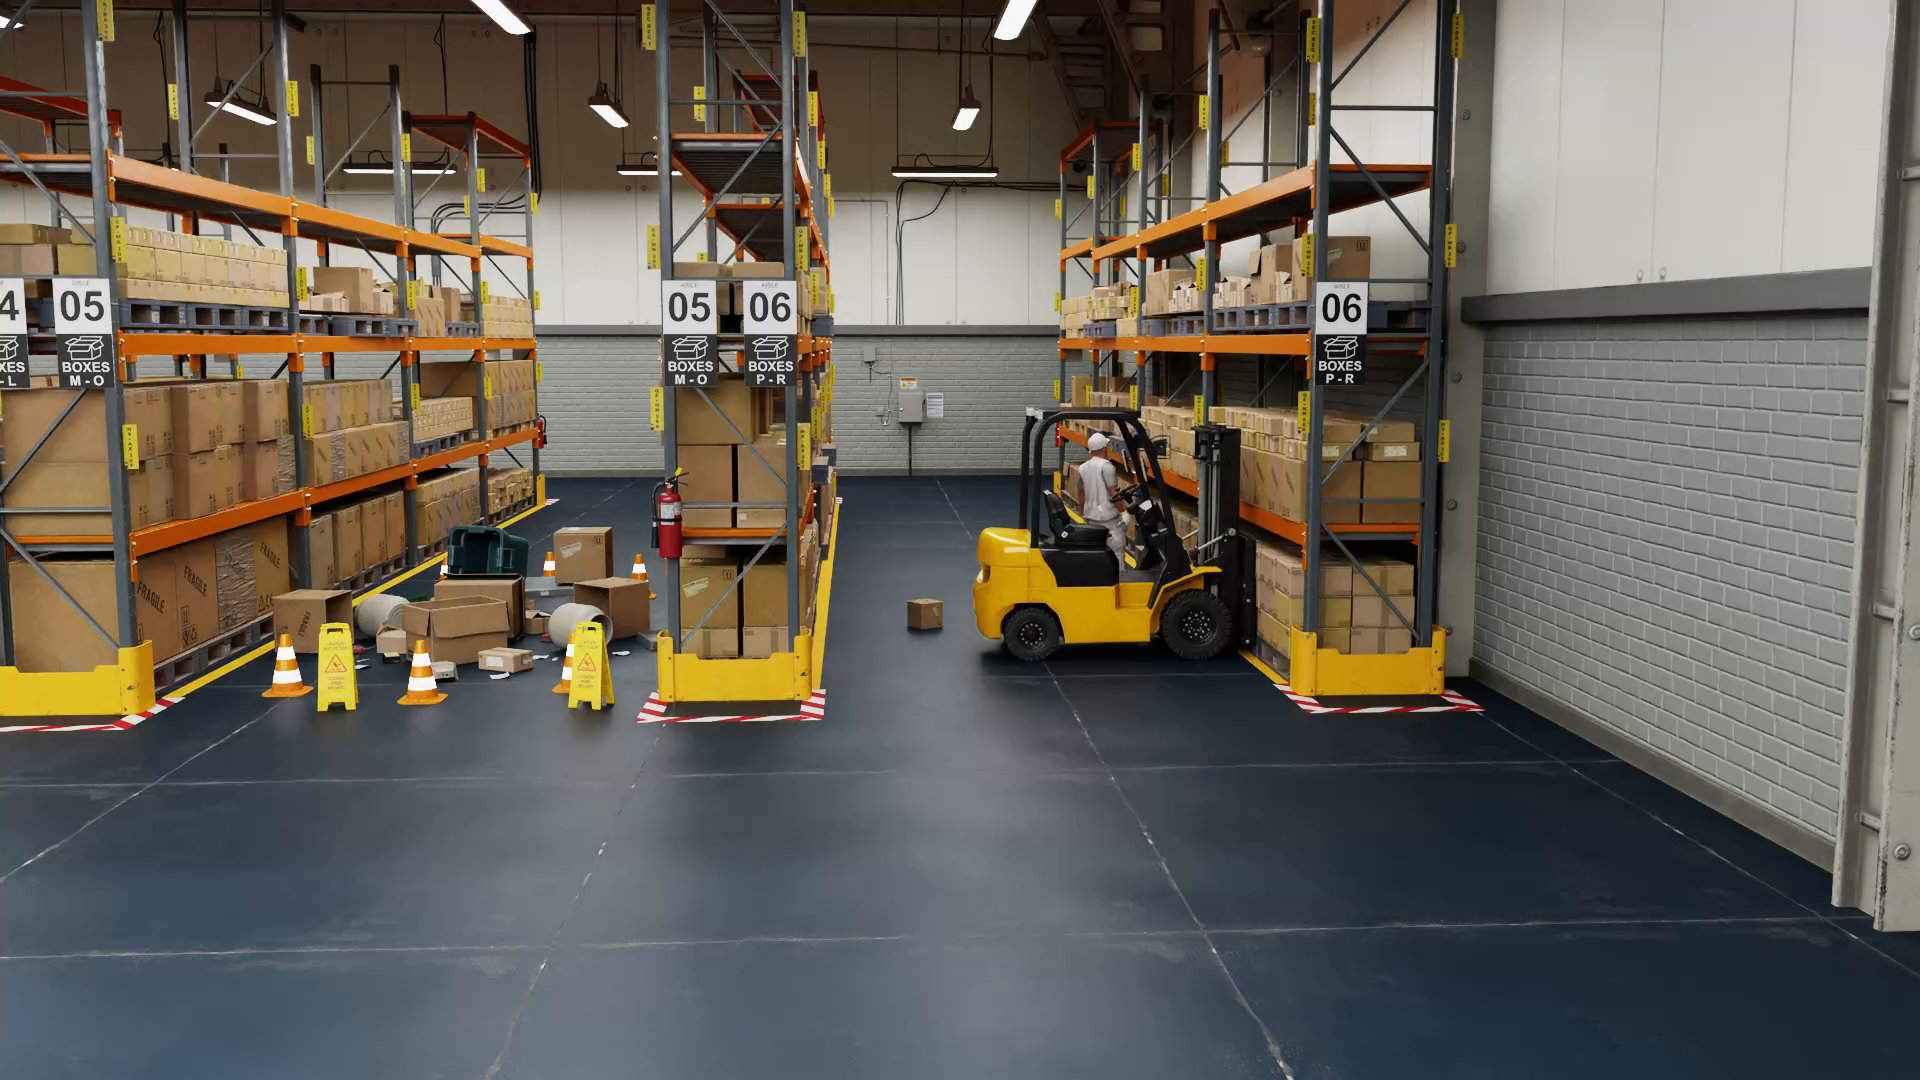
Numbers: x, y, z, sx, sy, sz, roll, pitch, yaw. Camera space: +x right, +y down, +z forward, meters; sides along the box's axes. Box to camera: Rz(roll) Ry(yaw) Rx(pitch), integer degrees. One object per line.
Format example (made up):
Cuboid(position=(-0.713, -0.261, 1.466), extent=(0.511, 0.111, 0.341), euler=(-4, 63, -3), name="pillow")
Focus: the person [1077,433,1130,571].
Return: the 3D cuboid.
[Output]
Cuboid(position=(1.573, -0.235, 17.532), extent=(0.562, 1.789, 0.637), euler=(-6, 9, -40), name="person")
